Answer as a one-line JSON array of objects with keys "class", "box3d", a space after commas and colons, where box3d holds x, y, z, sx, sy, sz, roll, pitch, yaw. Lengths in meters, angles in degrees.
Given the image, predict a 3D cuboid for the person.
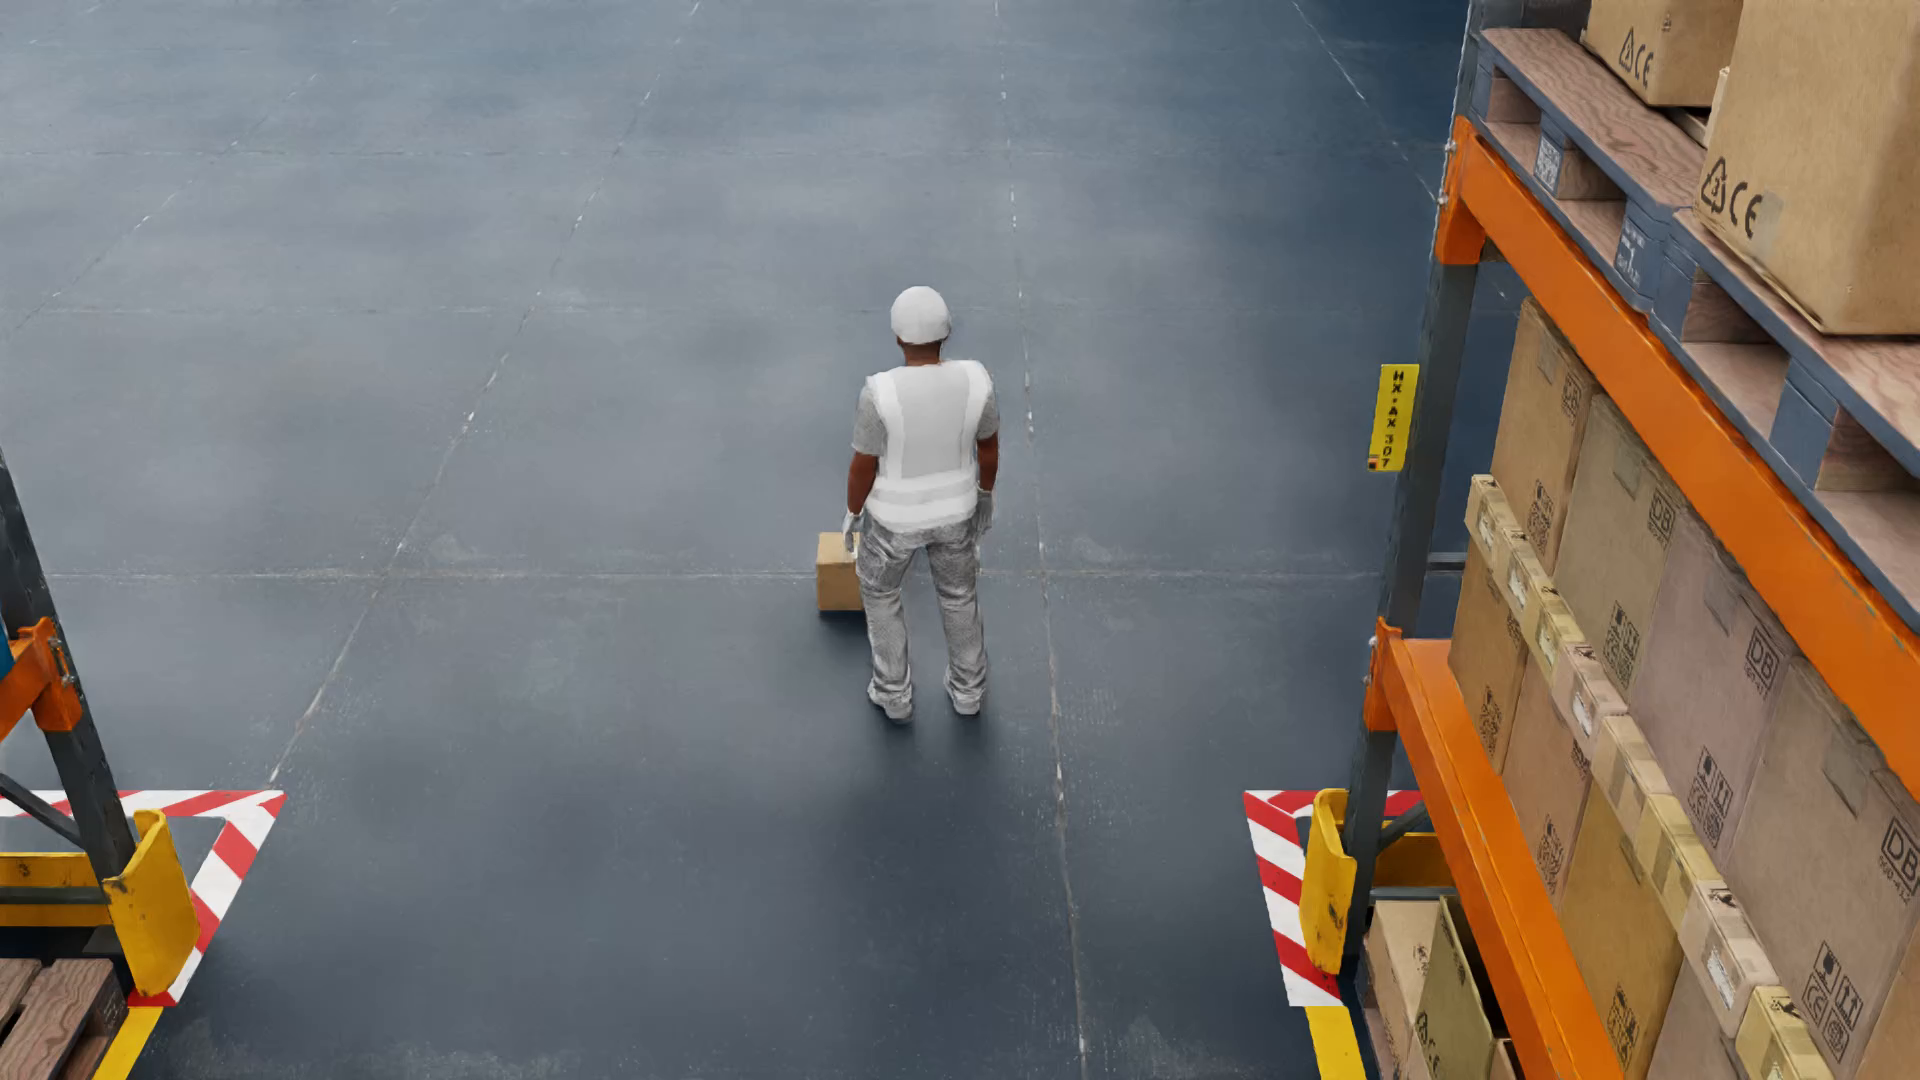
[{"class": "person", "box3d": [-0.145, -0.119, 6.272, 0.612, 1.782, 0.345, -11, 33, -18]}]
